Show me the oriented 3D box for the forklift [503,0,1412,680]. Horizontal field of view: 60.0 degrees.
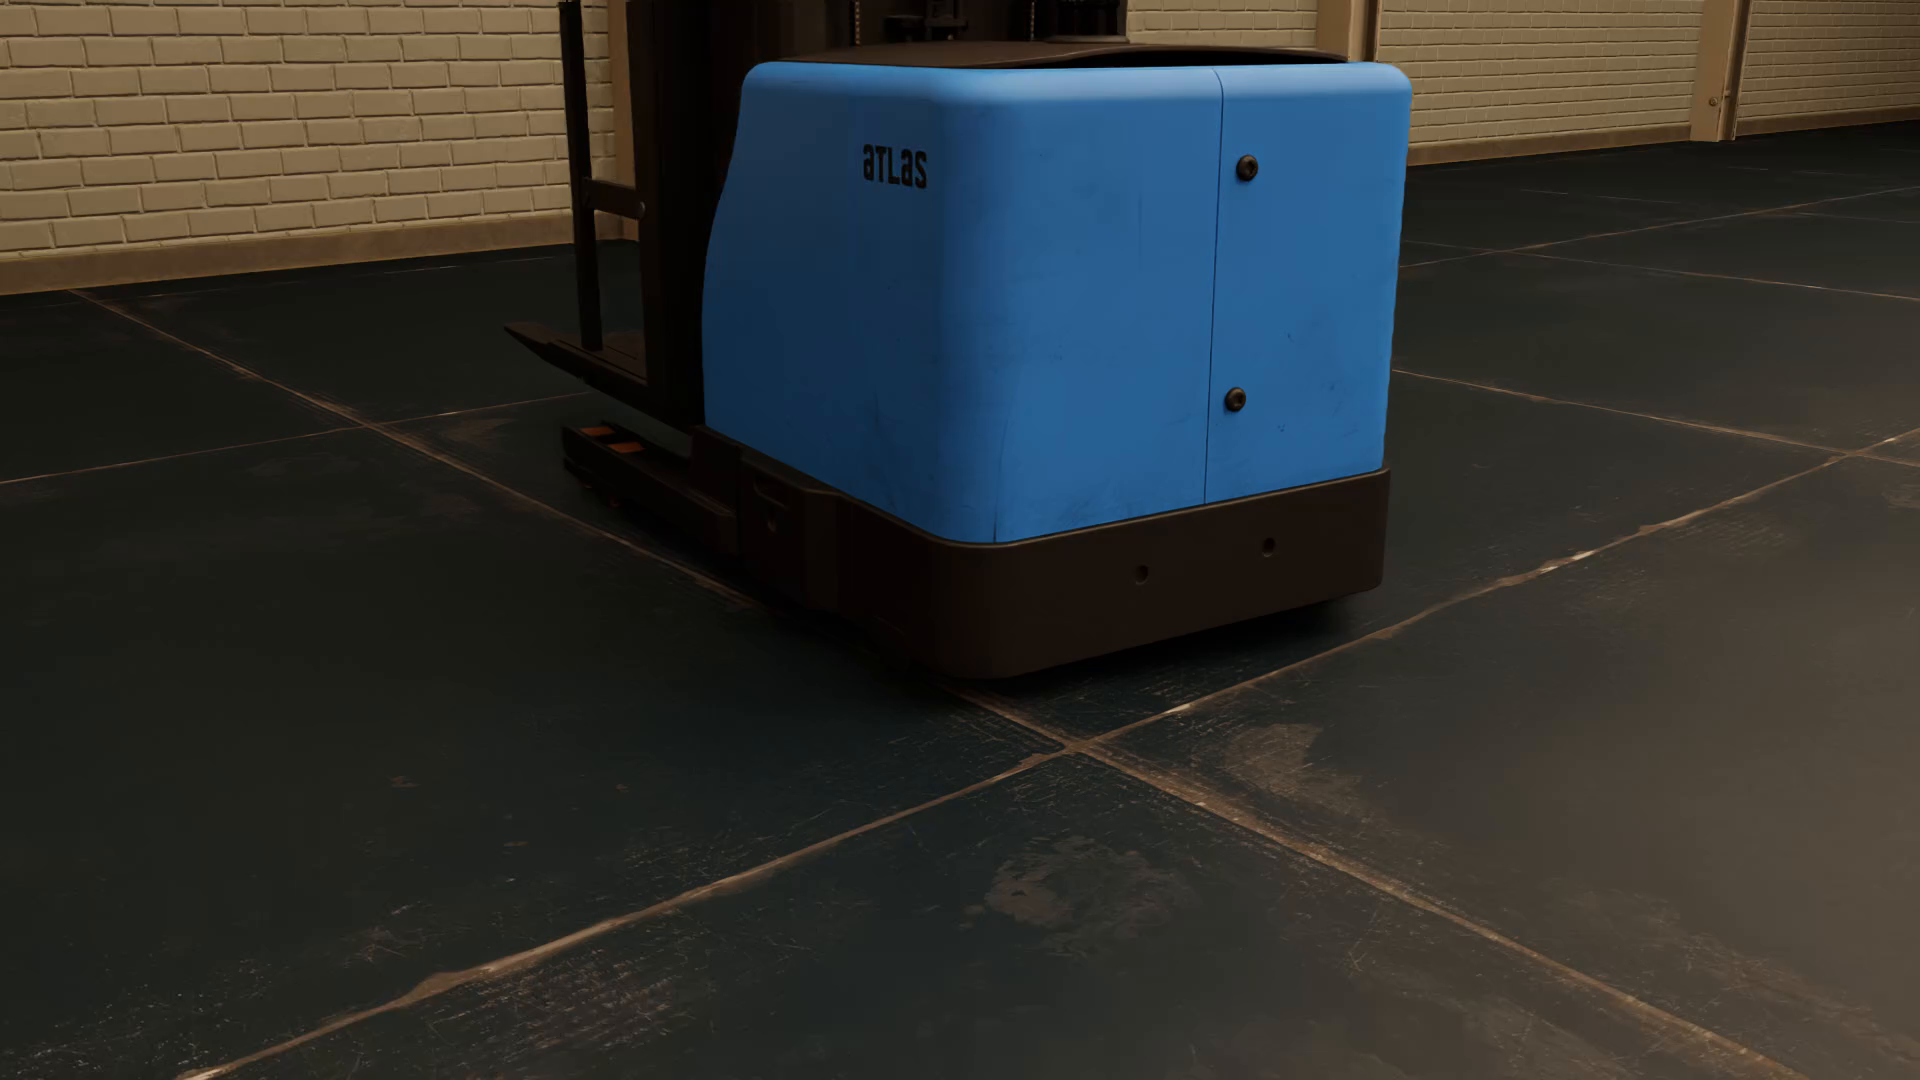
[{"bbox_3d":[-0.361,-1.544,3.875,1.130,2.935,3.031,-11,20,-31],"label":"forklift"}]
